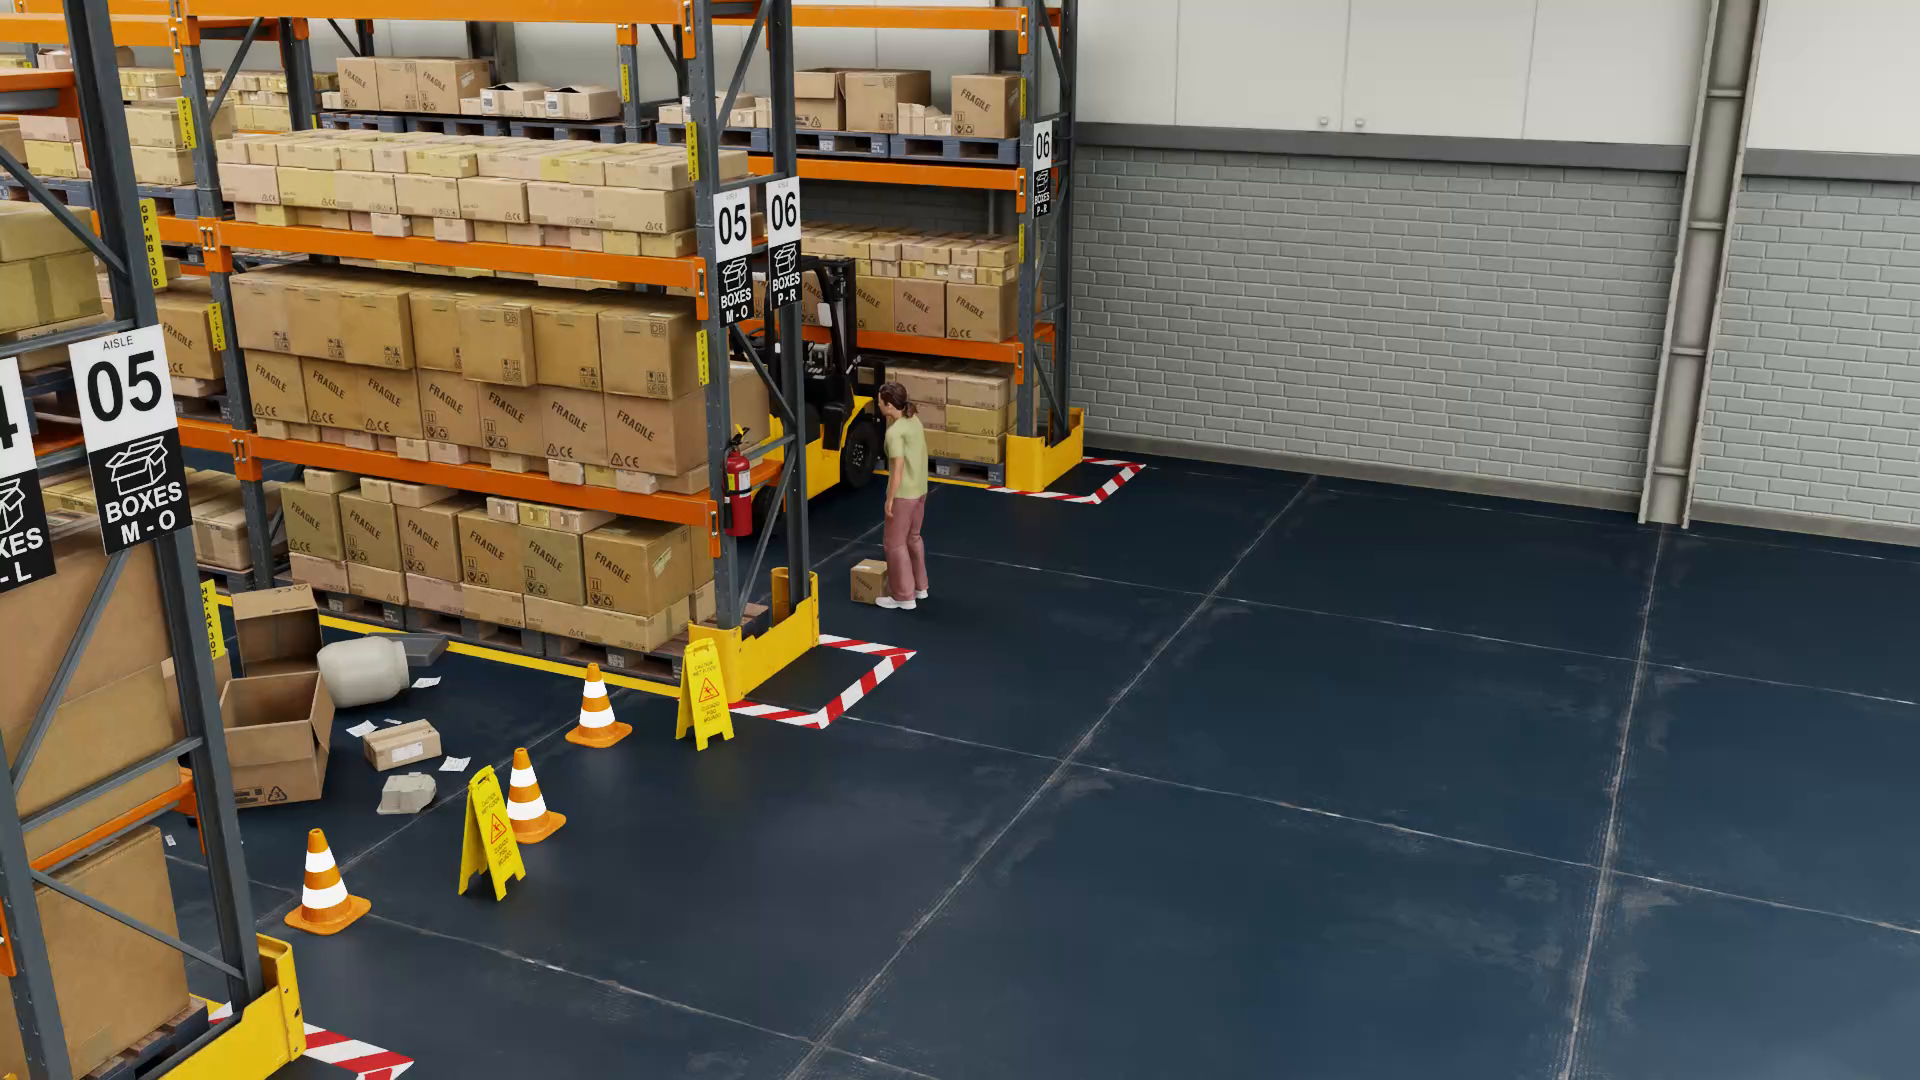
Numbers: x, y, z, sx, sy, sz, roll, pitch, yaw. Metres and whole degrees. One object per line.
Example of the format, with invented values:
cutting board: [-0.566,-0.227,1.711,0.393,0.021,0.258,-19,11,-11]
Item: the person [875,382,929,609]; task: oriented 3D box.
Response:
person: [-0.416,-0.328,12.015,0.350,1.672,0.507,8,21,22]
